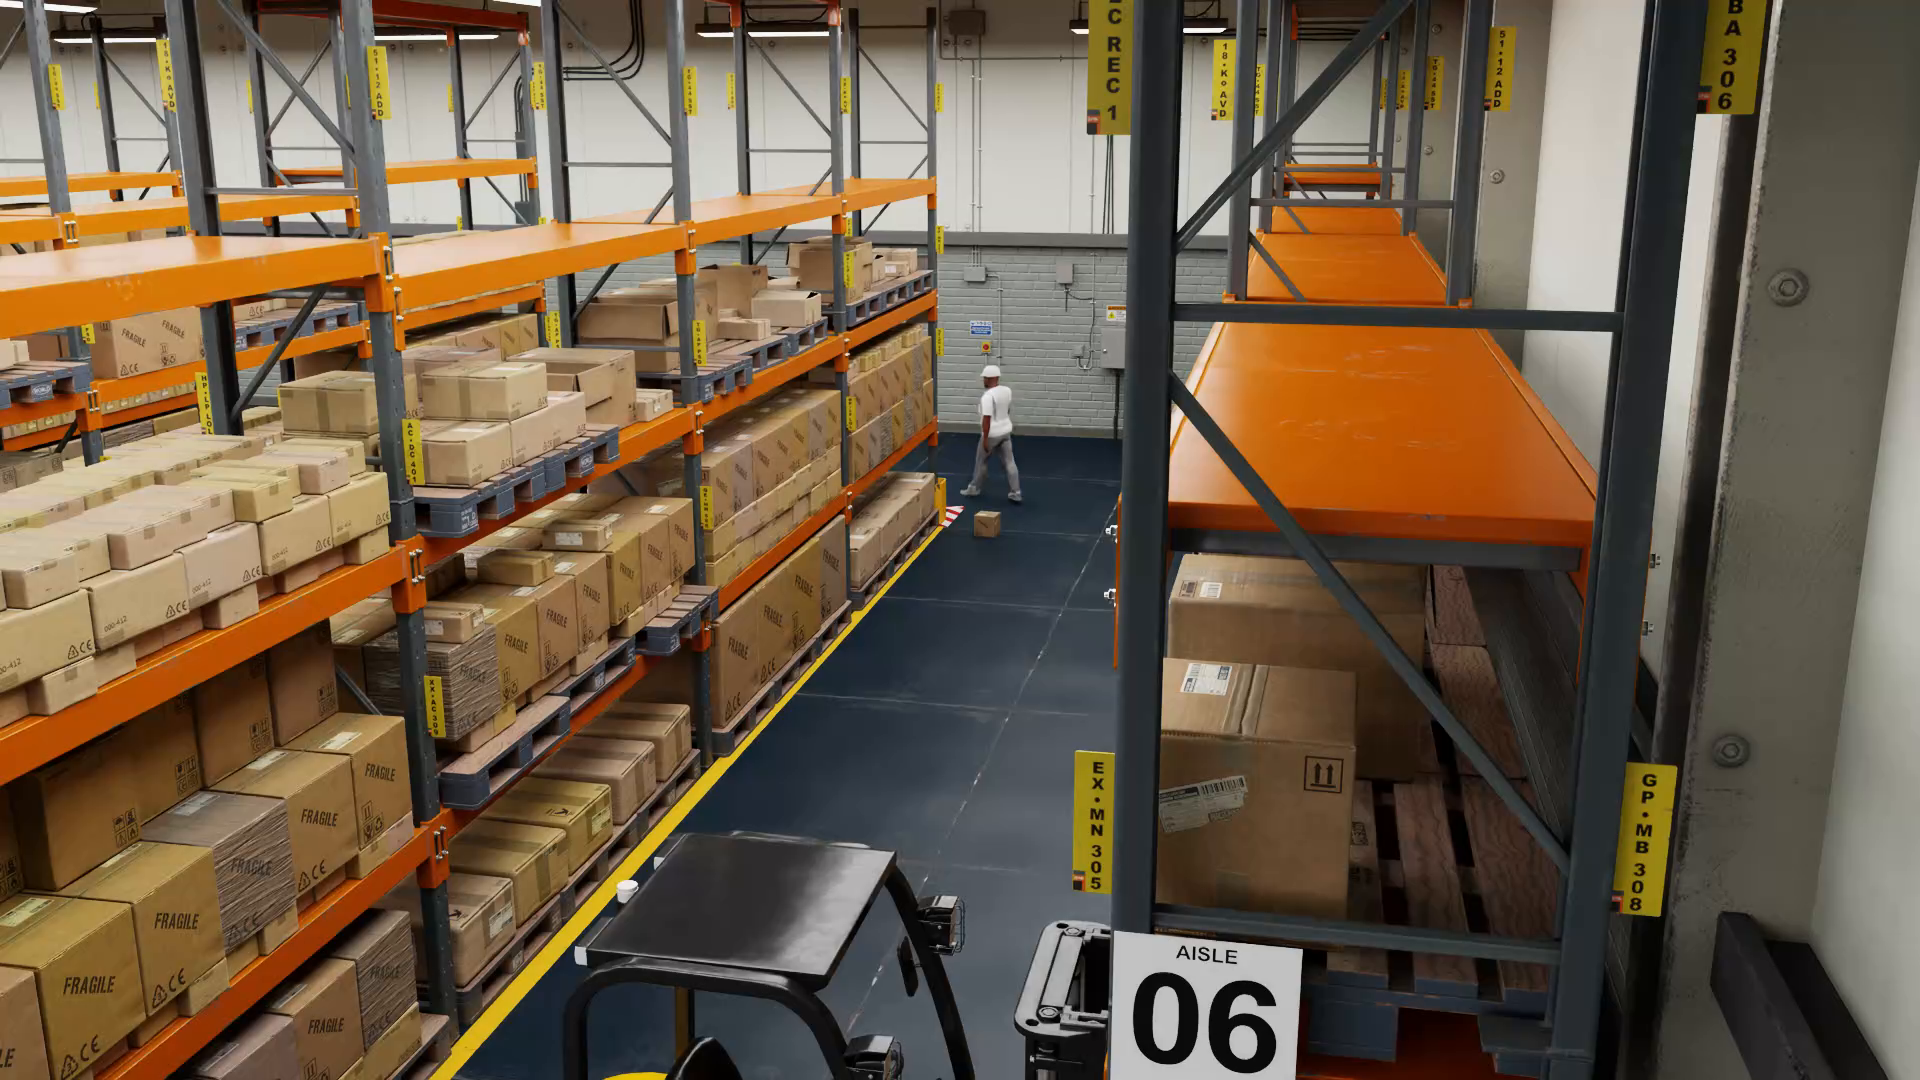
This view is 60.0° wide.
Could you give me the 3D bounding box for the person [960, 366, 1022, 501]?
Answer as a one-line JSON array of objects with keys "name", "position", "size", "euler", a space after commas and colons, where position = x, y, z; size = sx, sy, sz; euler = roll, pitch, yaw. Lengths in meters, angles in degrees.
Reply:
[{"name": "person", "position": [0.398, -1.382, 21.229], "size": [0.926, 1.728, 0.661], "euler": [13, 20, 42]}]
